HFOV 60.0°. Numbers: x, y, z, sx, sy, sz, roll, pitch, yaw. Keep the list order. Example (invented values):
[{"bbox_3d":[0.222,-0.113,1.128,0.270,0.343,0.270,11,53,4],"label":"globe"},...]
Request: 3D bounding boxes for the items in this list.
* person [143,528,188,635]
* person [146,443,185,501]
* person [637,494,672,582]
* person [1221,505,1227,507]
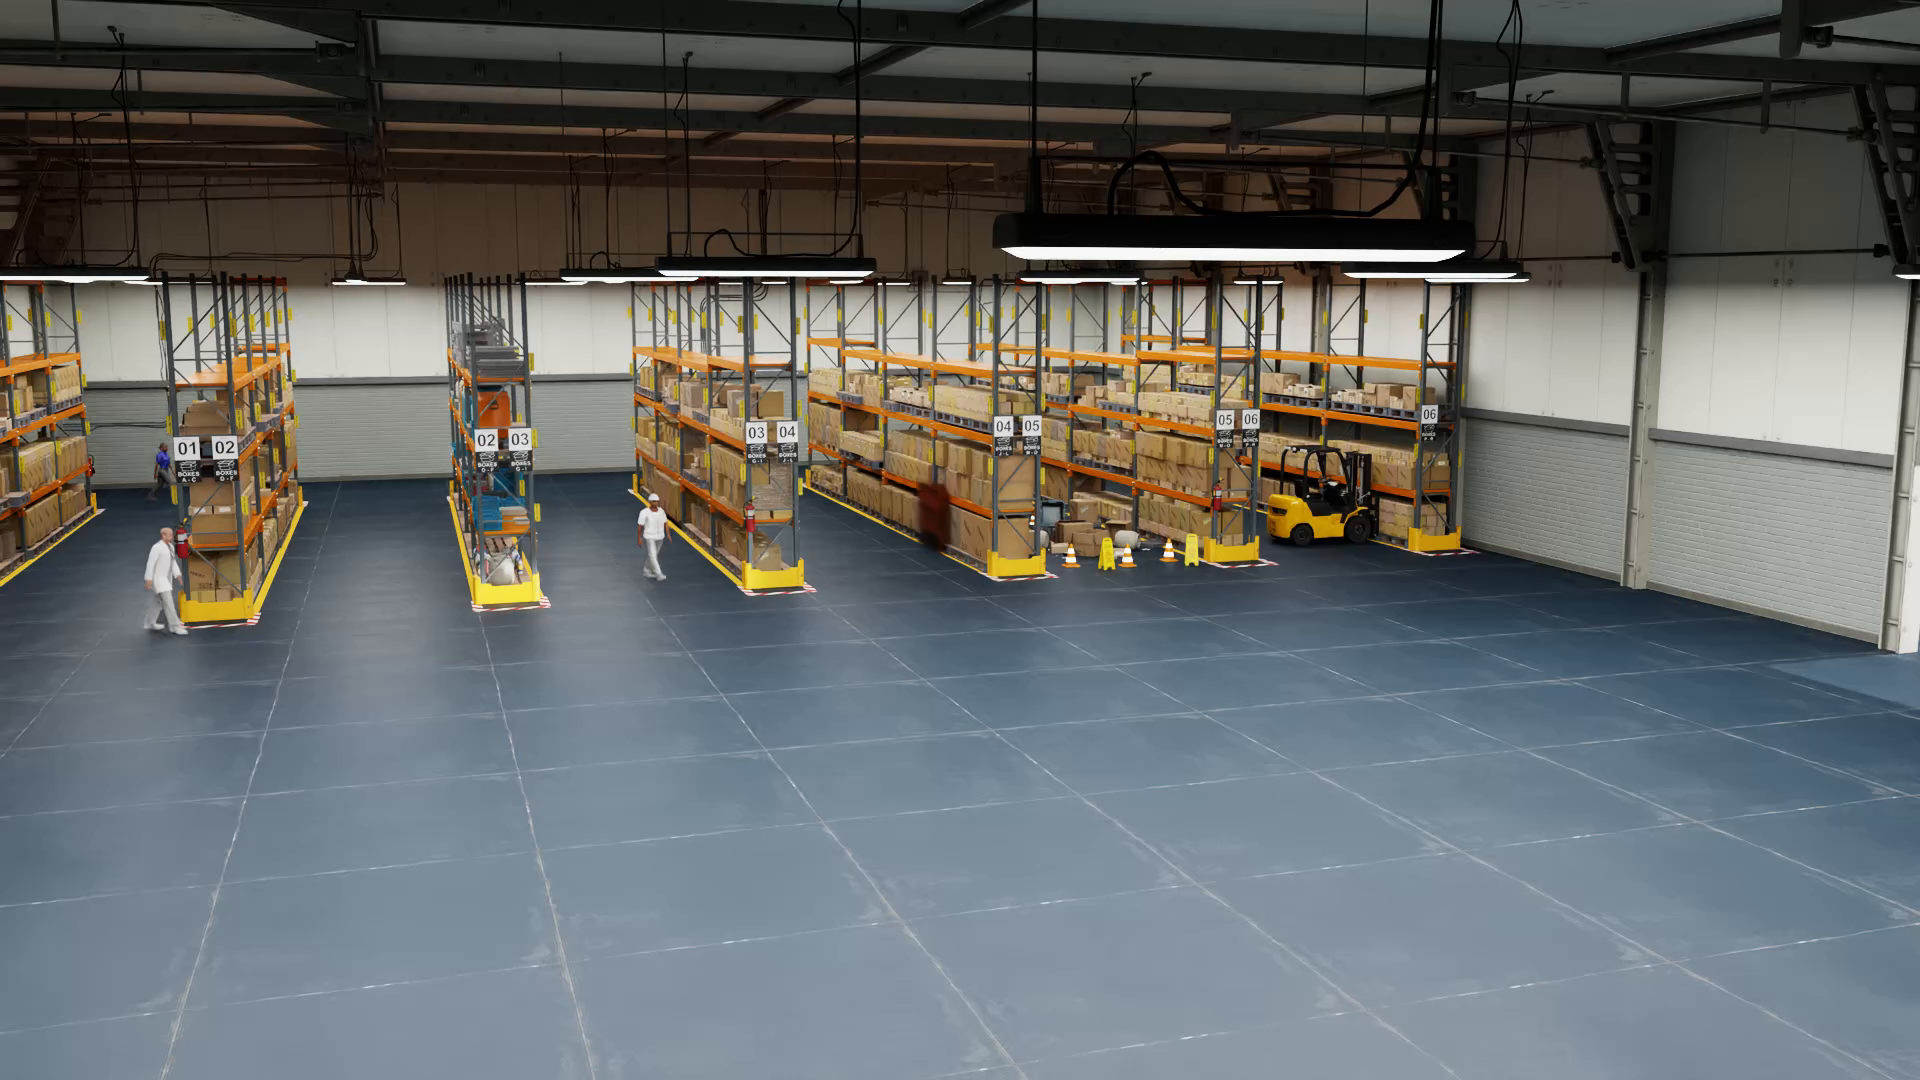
[{"bbox_3d":[-13.322,0.677,27.829,0.928,1.764,0.606,1,9,6],"label":"person"},{"bbox_3d":[-21.393,-1.822,44.732,1.008,1.606,0.446,-1,9,-9],"label":"person"},{"bbox_3d":[-5.948,-0.056,32.604,1.082,1.699,0.591,8,12,41],"label":"person"},{"bbox_3d":[6.152,-1.033,39.415,0.487,1.700,0.387,-7,11,-39],"label":"person"}]
